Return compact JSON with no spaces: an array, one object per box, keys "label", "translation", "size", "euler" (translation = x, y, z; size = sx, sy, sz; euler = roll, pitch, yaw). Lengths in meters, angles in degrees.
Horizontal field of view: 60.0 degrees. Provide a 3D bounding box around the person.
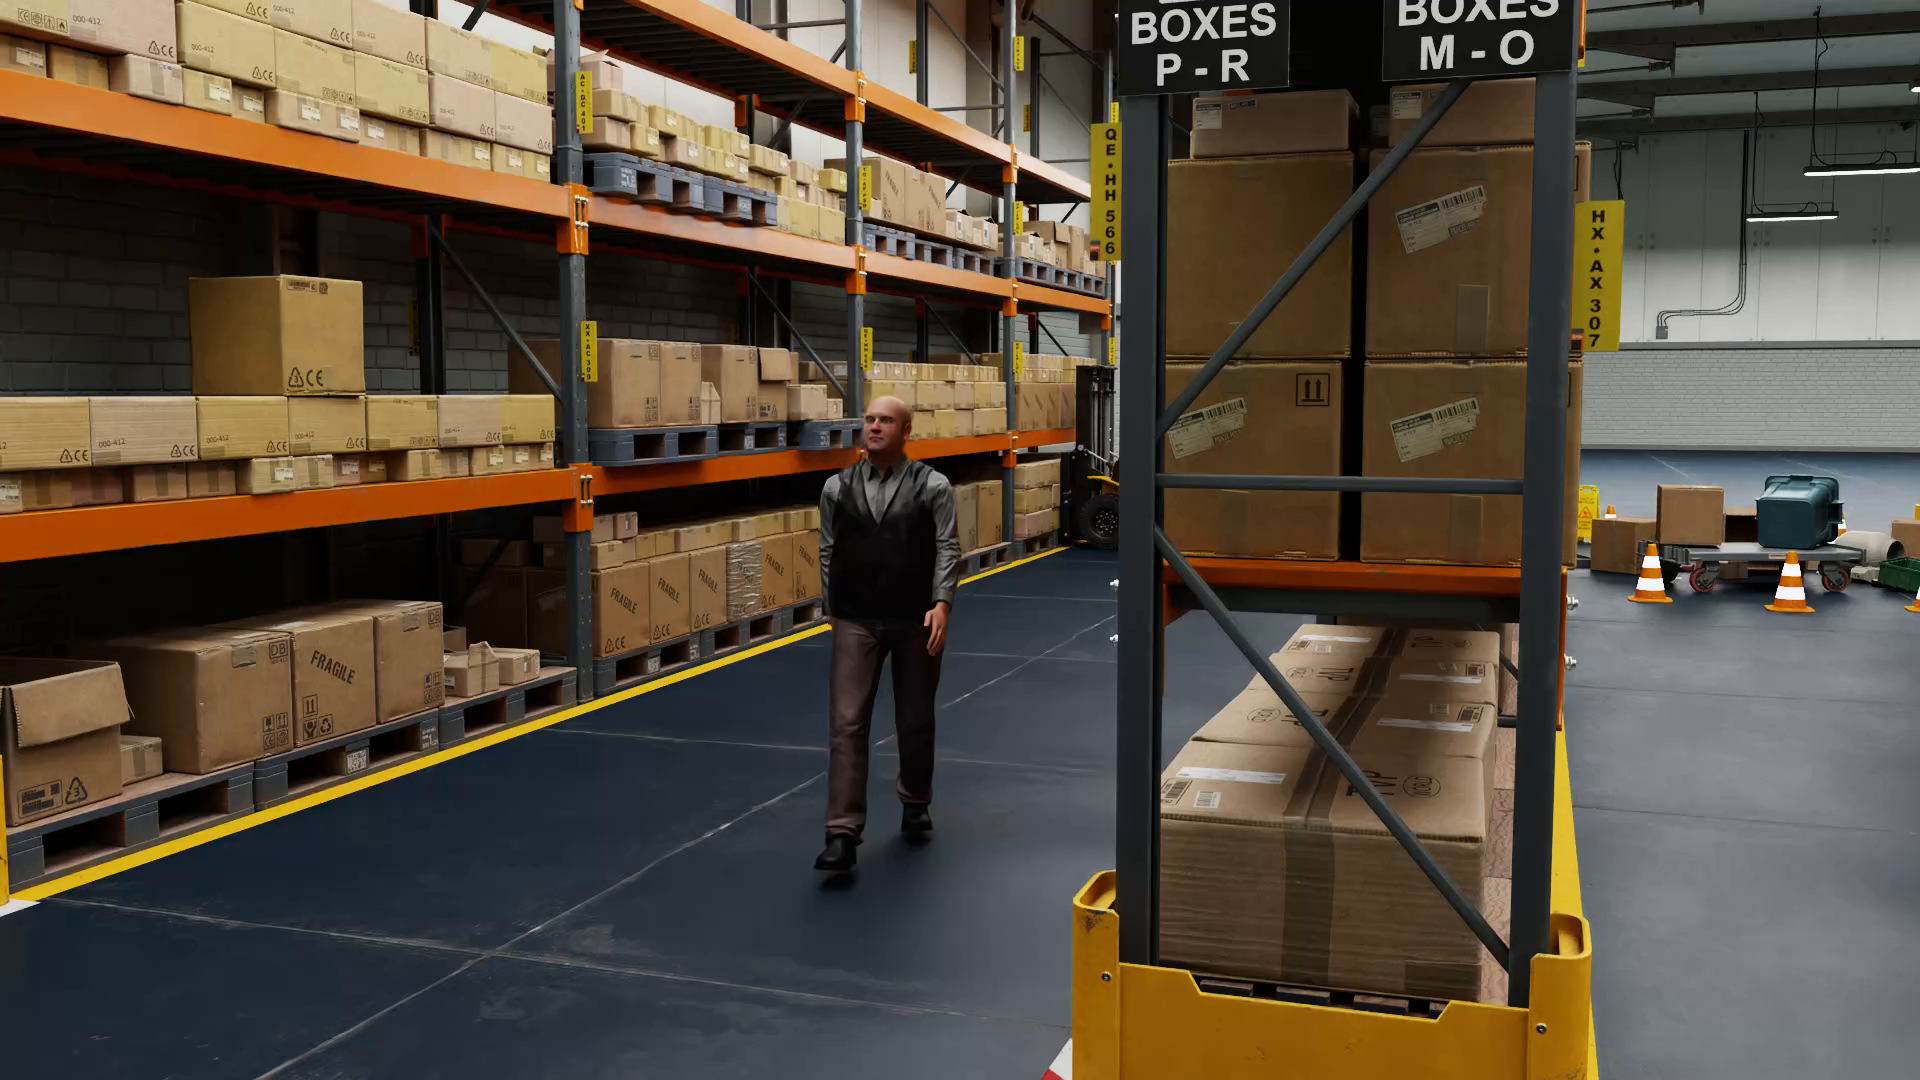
[{"label":"person","translation":[-0.269,0.351,6.098],"size":[0.545,1.596,0.926],"euler":[0,5,2]}]
